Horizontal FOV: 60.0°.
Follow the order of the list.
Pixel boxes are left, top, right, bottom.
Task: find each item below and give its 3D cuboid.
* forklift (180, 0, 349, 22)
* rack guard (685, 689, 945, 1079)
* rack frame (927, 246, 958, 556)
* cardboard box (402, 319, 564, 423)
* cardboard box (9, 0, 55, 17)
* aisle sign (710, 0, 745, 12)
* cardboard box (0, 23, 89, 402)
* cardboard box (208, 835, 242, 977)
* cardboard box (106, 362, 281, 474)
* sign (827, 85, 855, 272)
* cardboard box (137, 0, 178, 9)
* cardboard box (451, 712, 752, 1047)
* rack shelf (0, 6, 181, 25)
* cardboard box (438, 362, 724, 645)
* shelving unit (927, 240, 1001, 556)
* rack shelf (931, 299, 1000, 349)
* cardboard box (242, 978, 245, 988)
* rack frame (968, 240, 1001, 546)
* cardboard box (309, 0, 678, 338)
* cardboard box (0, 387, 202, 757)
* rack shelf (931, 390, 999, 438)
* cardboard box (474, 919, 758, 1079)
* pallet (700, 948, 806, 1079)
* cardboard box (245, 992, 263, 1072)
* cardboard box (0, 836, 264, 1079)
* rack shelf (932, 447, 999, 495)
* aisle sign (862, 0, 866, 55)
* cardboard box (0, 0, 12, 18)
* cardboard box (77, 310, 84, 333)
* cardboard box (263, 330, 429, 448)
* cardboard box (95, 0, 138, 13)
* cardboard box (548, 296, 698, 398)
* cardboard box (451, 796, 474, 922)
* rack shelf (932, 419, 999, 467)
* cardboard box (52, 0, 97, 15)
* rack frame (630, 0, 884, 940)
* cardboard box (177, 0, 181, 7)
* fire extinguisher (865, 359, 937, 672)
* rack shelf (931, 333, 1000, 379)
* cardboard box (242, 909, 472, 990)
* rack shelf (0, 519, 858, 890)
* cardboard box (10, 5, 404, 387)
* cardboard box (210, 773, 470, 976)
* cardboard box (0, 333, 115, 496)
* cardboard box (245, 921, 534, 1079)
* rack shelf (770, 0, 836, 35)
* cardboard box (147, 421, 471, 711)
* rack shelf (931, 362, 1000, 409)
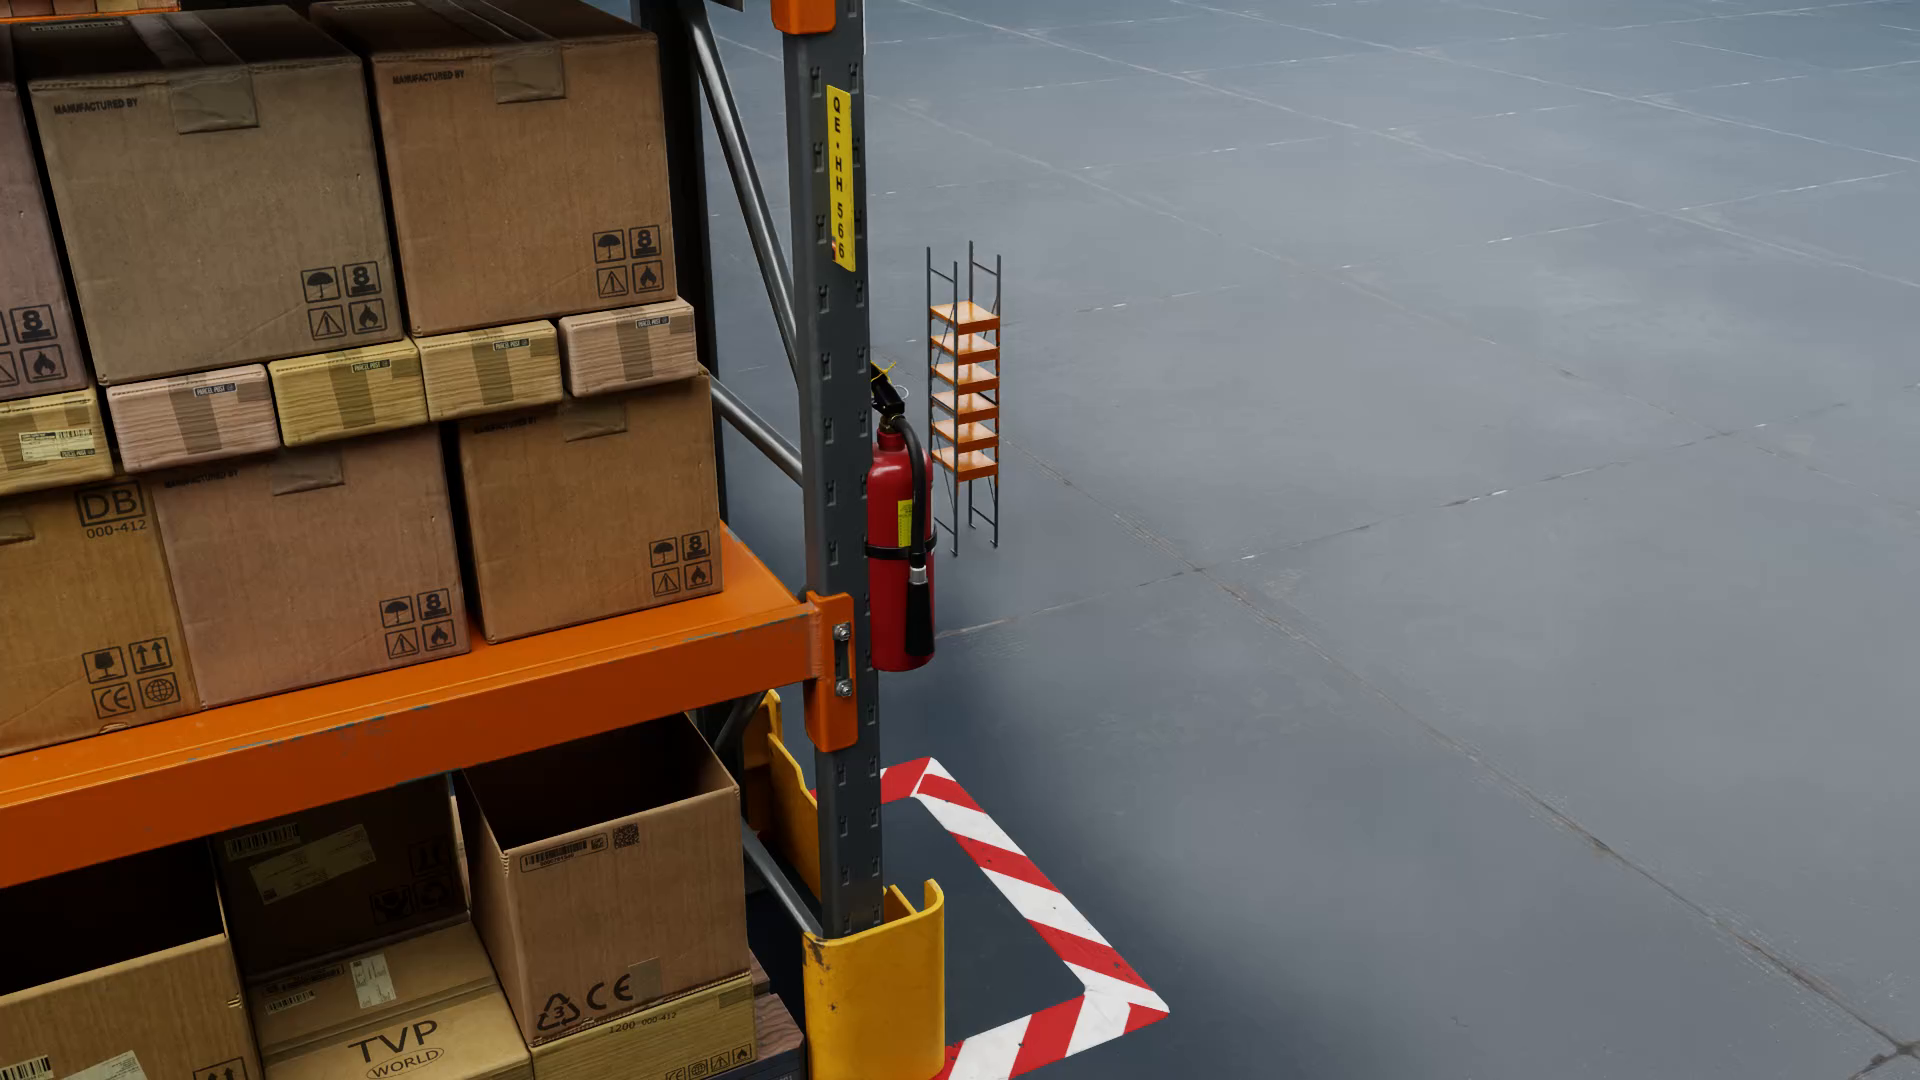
[{"bbox_3d":[-2.552,-0.978,5.402,3.031,2.935,1.130,-9,27,-17],"label":"forklift"},{"bbox_3d":[-0.441,0.880,4.340,0.348,0.500,1.175,-13,29,-25],"label":"rack guard"},{"bbox_3d":[-0.068,-0.525,6.458,0.006,1.200,0.240,-13,29,-25],"label":"rack frame"},{"bbox_3d":[-0.940,-0.375,3.201,0.250,0.149,0.380,-12,28,-24],"label":"cardboard box"},{"bbox_3d":[-6.160,-3.575,11.020,0.250,0.149,0.380,-13,29,-25],"label":"cardboard box"},{"bbox_3d":[-0.548,-1.544,3.498,0.004,0.787,0.394,-13,29,-25],"label":"aisle sign"},{"bbox_3d":[-1.833,-0.559,2.834,0.500,0.500,0.700,-13,28,-25],"label":"cardboard box"},{"bbox_3d":[-1.916,0.704,3.644,0.500,0.500,0.500,-13,29,-25],"label":"cardboard box"},{"bbox_3d":[-1.389,-0.273,2.987,0.250,0.149,0.380,-13,28,-24],"label":"cardboard box"},{"bbox_3d":[-0.219,-0.661,3.049,0.005,0.325,0.100,-13,29,-25],"label":"sign"},{"bbox_3d":[-5.496,-3.725,11.334,0.250,0.149,0.380,-13,29,-25],"label":"cardboard box"},{"bbox_3d":[-0.795,0.693,3.667,0.500,0.500,0.500,-13,29,-25],"label":"cardboard box"},{"bbox_3d":[-6.885,-3.295,10.978,4.000,0.370,1.077,-13,29,-25],"label":"rack shelf"},{"bbox_3d":[-0.880,-0.197,3.579,0.500,0.500,0.700,-13,29,-25],"label":"cardboard box"},{"bbox_3d":[0.013,-0.544,6.496,0.189,1.200,0.258,-13,29,-25],"label":"shelving unit"},{"bbox_3d":[0.013,-0.828,6.360,0.180,0.103,0.258,-13,29,-25],"label":"rack shelf"},{"bbox_3d":[-1.921,1.037,3.816,0.500,0.250,0.500,-13,29,-25],"label":"cardboard box"},{"bbox_3d":[0.093,-0.562,6.535,0.006,1.200,0.240,-13,29,-25],"label":"rack frame"},{"bbox_3d":[-0.927,-0.771,3.276,0.500,0.500,0.700,-13,29,-25],"label":"cardboard box"},{"bbox_3d":[-1.782,0.011,3.147,0.500,0.500,0.700,-13,28,-25],"label":"cardboard box"},{"bbox_3d":[0.013,-0.504,6.516,0.180,0.103,0.258,-13,29,-25],"label":"rack shelf"},{"bbox_3d":[-0.796,1.030,3.831,0.500,0.250,0.500,-13,29,-25],"label":"cardboard box"},{"bbox_3d":[-1.117,1.187,4.035,1.213,0.211,1.003,-13,29,-25],"label":"pallet"},{"bbox_3d":[-1.672,1.239,3.395,0.500,0.250,0.500,-13,29,-25],"label":"cardboard box"},{"bbox_3d":[-1.671,0.902,3.231,0.500,0.500,0.500,-13,29,-25],"label":"cardboard box"},{"bbox_3d":[0.013,-0.287,6.620,0.180,0.103,0.258,-13,29,-25],"label":"rack shelf"},{"bbox_3d":[-0.266,-1.315,3.020,0.004,0.787,0.394,-13,29,-25],"label":"aisle sign"},{"bbox_3d":[-6.370,-3.515,10.896,0.250,0.149,0.380,-13,29,-25],"label":"cardboard box"},{"bbox_3d":[-1.820,-0.371,3.192,0.250,0.149,0.380,-14,29,-27],"label":"cardboard box"},{"bbox_3d":[-1.166,-0.323,3.092,0.250,0.149,0.380,-13,29,-26],"label":"cardboard box"},{"bbox_3d":[-5.692,-3.655,11.187,0.250,0.149,0.380,-13,29,-25],"label":"cardboard box"},{"bbox_3d":[-0.710,-0.429,3.313,0.250,0.149,0.380,-14,29,-26],"label":"cardboard box"},{"bbox_3d":[-1.040,0.832,4.243,0.500,0.250,0.500,-13,29,-25],"label":"cardboard box"},{"bbox_3d":[0.013,-0.396,6.568,0.180,0.103,0.258,-13,29,-25],"label":"rack shelf"},{"bbox_3d":[-5.920,-3.610,11.093,0.250,0.149,0.380,-13,29,-25],"label":"cardboard box"},{"bbox_3d":[-0.462,-0.242,3.789,0.127,3.000,1.000,-13,29,-25],"label":"rack frame"},{"bbox_3d":[-5.275,-3.776,11.440,0.250,0.149,0.380,-13,29,-25],"label":"cardboard box"},{"bbox_3d":[-0.139,-0.054,3.486,0.183,0.674,0.296,-13,29,-25],"label":"fire extinguisher"},{"bbox_3d":[0.013,-0.720,6.412,0.180,0.103,0.258,-13,29,-25],"label":"rack shelf"},{"bbox_3d":[-1.480,0.936,4.028,0.500,0.250,0.500,-13,29,-25],"label":"cardboard box"},{"bbox_3d":[-2.227,0.489,3.096,4.000,0.370,1.077,-13,29,-25],"label":"rack shelf"},{"bbox_3d":[-1.388,-0.662,3.049,0.500,0.500,0.700,-14,29,-26],"label":"cardboard box"},{"bbox_3d":[-1.480,0.597,3.867,0.500,0.500,0.500,-13,29,-25],"label":"cardboard box"},{"bbox_3d":[-1.620,-0.219,2.876,0.250,0.149,0.380,-12,28,-24],"label":"cardboard box"},{"bbox_3d":[-1.232,1.136,3.609,0.500,0.250,0.500,-13,29,-25],"label":"cardboard box"},{"bbox_3d":[-2.227,-0.863,2.447,4.000,0.370,1.077,-13,29,-25],"label":"rack shelf"},{"bbox_3d":[-1.341,-0.088,3.353,0.500,0.500,0.700,-12,28,-24],"label":"cardboard box"},{"bbox_3d":[0.013,-0.612,6.464,0.180,0.103,0.258,-13,29,-25],"label":"rack shelf"}]
